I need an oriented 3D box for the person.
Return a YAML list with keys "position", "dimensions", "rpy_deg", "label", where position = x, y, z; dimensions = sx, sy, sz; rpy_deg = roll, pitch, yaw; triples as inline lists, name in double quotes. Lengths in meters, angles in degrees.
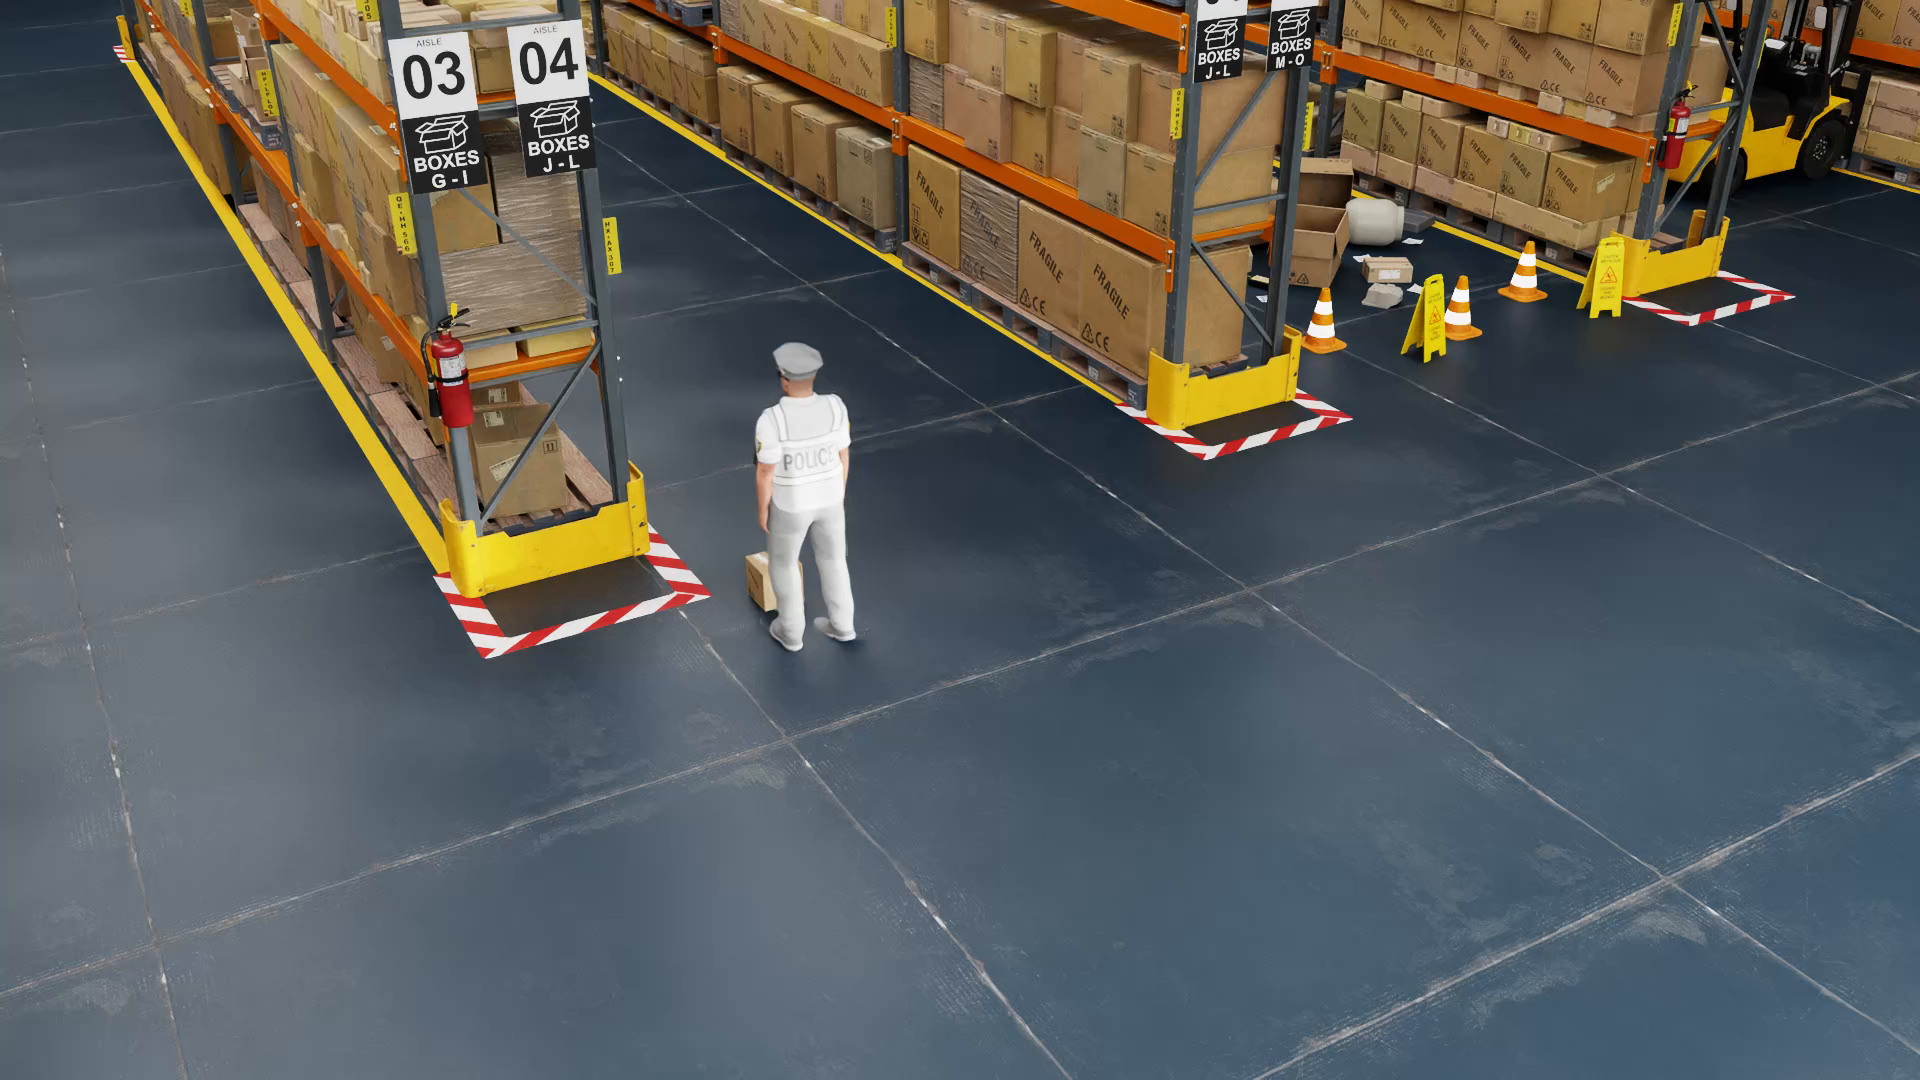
- position: [-0.857, -0.217, 8.965]
  dimensions: [0.528, 1.785, 0.400]
  rpy_deg: [-15, 32, -25]
  label: "person"
